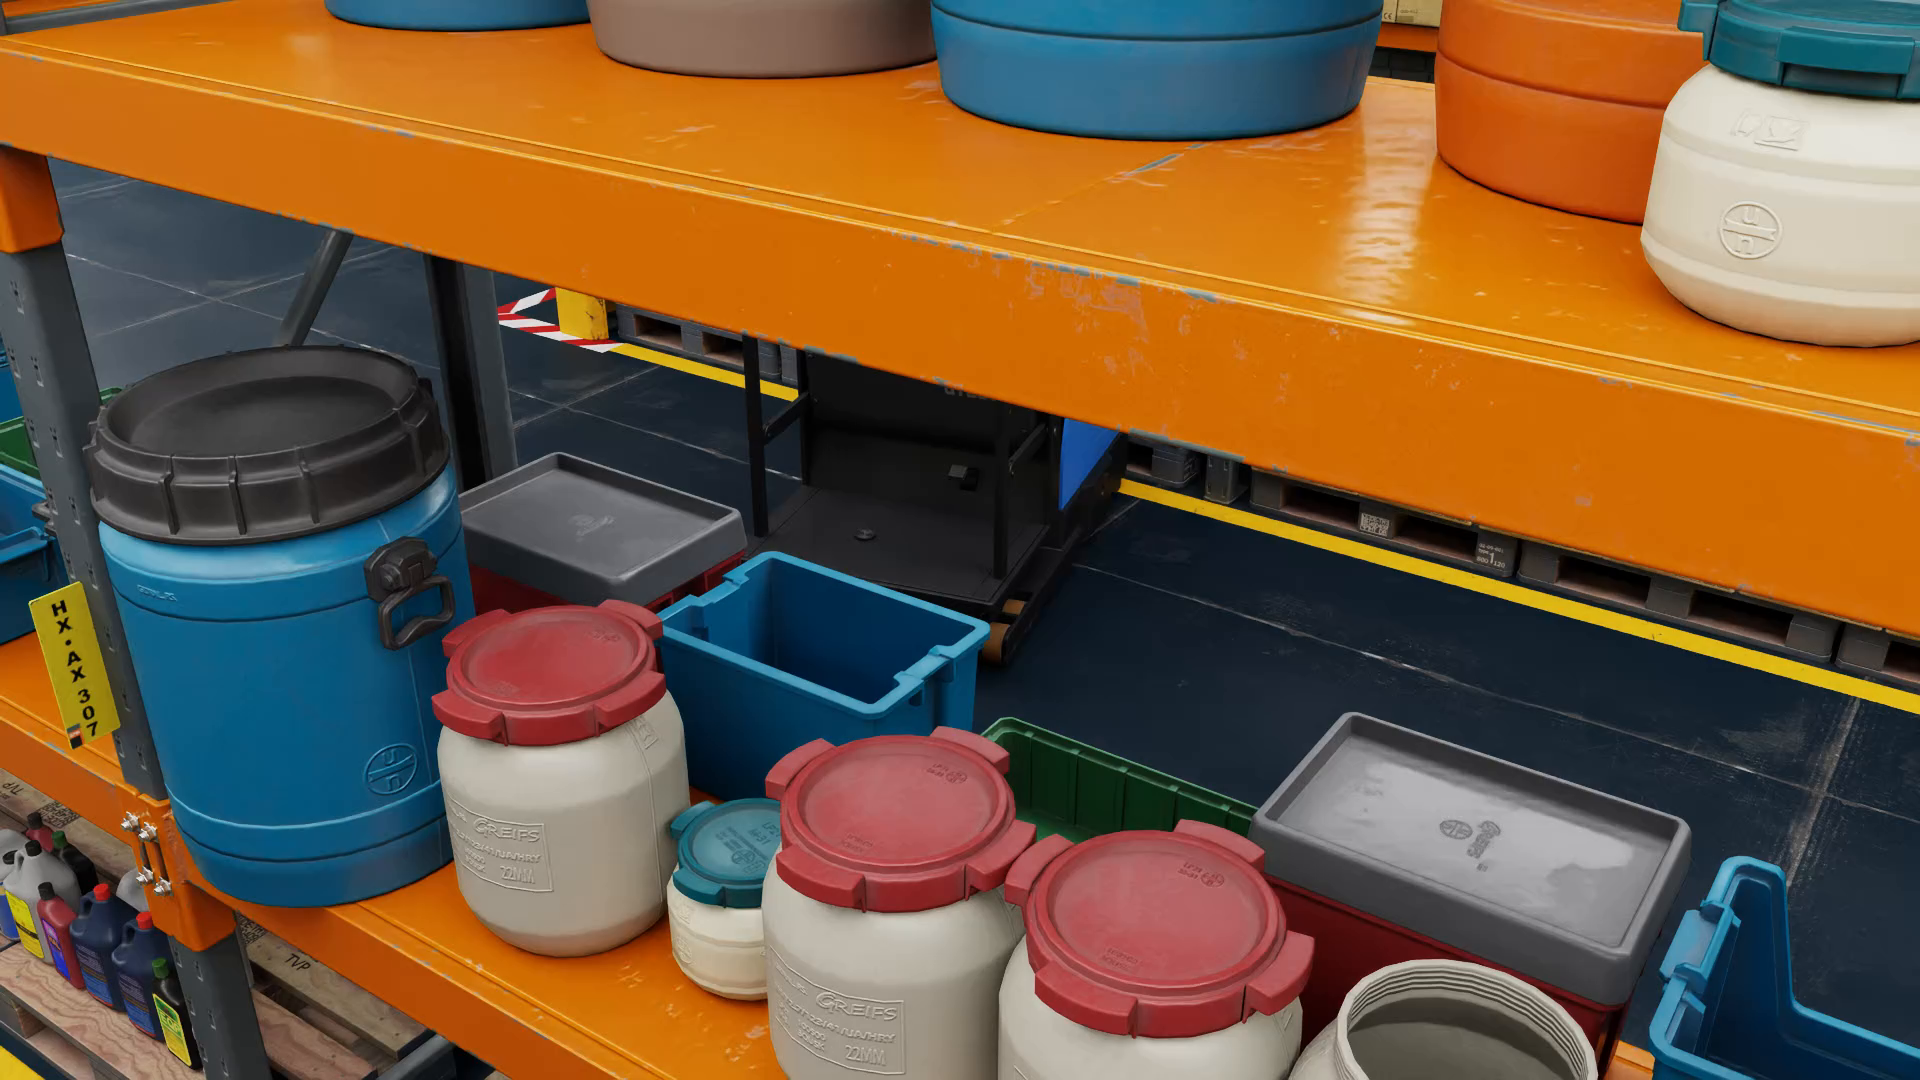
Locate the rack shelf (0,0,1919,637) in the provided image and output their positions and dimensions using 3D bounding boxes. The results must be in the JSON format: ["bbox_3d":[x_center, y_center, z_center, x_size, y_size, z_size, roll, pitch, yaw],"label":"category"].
[{"bbox_3d":[0.287,-0.341,2.099,4.000,0.370,1.077,17,32,30],"label":"rack shelf"}]

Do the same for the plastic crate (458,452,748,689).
[{"bbox_3d":[-0.789,0.143,3.591,0.583,0.464,0.402,17,32,30],"label":"plastic crate"}]

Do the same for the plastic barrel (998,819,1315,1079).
[{"bbox_3d":[0.265,0.728,2.362,0.433,0.535,0.433,0,27,0],"label":"plastic barrel"}]

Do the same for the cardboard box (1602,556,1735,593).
[{"bbox_3d":[2.907,-0.060,6.630,0.500,0.250,0.500,18,32,31],"label":"cardboard box"}]

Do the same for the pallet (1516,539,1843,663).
[{"bbox_3d":[3.086,0.041,6.937,1.213,0.211,1.003,17,32,30],"label":"pallet"}]

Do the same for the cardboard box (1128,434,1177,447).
[{"bbox_3d":[0.940,-0.688,7.864,0.500,0.250,0.500,17,32,30],"label":"cardboard box"}]

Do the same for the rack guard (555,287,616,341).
[{"bbox_3d":[-1.871,-1.609,9.860,0.348,0.500,1.175,17,32,30],"label":"rack guard"}]

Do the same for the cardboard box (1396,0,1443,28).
[{"bbox_3d":[3.280,-3.624,11.207,0.500,0.250,0.500,17,32,31],"label":"cardboard box"}]

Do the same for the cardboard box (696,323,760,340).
[{"bbox_3d":[-1.120,-1.330,9.125,0.500,0.250,0.500,17,32,30],"label":"cardboard box"}]

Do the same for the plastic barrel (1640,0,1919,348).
[{"bbox_3d":[0.756,-0.326,1.428,0.301,0.262,0.301,0,27,0],"label":"plastic barrel"}]

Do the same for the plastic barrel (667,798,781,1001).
[{"bbox_3d":[-0.357,0.620,2.876,0.301,0.262,0.301,0,27,0],"label":"plastic barrel"}]

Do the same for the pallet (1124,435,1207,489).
[{"bbox_3d":[0.815,-0.667,8.327,1.213,0.211,1.003,17,32,30],"label":"pallet"}]

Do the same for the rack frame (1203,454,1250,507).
[{"bbox_3d":[1.446,-1.689,7.262,0.127,3.000,1.000,17,32,30],"label":"rack frame"}]

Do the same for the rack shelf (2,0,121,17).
[{"bbox_3d":[-3.010,-1.368,4.117,4.000,0.370,1.077,17,32,30],"label":"rack shelf"}]

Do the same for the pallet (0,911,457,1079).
[{"bbox_3d":[-1.891,1.216,4.627,1.213,0.211,1.003,17,32,30],"label":"pallet"}]

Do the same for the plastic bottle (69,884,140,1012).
[{"bbox_3d":[-2.213,1.039,4.336,0.185,0.351,0.144,16,31,28],"label":"plastic bottle"}]

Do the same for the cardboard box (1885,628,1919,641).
[{"bbox_3d":[3.745,0.201,6.116,0.500,0.250,0.500,17,31,30],"label":"cardboard box"}]

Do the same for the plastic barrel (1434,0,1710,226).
[{"bbox_3d":[0.843,-0.799,1.733,0.708,0.830,0.600,17,32,30],"label":"plastic barrel"}]

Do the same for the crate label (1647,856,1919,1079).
[{"bbox_3d":[1.270,0.817,2.299,0.616,0.435,0.502,17,32,30],"label":"crate label"}]

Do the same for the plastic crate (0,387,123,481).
[{"bbox_3d":[-2.320,-0.198,4.566,0.662,0.188,0.450,17,32,30],"label":"plastic crate"}]

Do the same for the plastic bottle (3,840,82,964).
[{"bbox_3d":[-2.480,0.956,4.499,0.185,0.351,0.144,17,32,30],"label":"plastic bottle"}]

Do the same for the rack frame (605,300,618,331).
[{"bbox_3d":[-1.851,-2.716,9.281,0.127,3.000,1.000,17,32,30],"label":"rack frame"}]

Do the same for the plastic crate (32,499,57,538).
[{"bbox_3d":[-1.721,0.007,3.997,0.504,0.338,0.767,17,32,30],"label":"plastic crate"}]

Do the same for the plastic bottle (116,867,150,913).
[{"bbox_3d":[-2.150,1.011,4.475,0.135,0.276,0.152,17,32,30],"label":"plastic bottle"}]

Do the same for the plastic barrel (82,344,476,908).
[{"bbox_3d":[-1.214,0.151,3.094,0.708,0.901,0.600,17,32,30],"label":"plastic barrel"}]

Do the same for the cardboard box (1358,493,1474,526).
[{"bbox_3d":[2.059,-0.323,7.146,0.500,0.250,0.500,18,32,32],"label":"cardboard box"}]

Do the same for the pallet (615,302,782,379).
[{"bbox_3d":[-1.197,-1.293,9.558,1.213,0.211,1.003,17,32,30],"label":"pallet"}]

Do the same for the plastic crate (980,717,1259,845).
[{"bbox_3d":[0.234,0.598,3.002,0.662,0.188,0.450,17,32,30],"label":"plastic crate"}]

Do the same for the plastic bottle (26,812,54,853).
[{"bbox_3d":[-2.551,0.903,4.678,0.133,0.283,0.061,17,32,30],"label":"plastic bottle"}]

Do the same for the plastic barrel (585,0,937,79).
[{"bbox_3d":[-0.280,-1.181,2.404,0.600,0.901,0.600,0,27,0],"label":"plastic barrel"}]

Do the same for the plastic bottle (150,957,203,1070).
[{"bbox_3d":[-1.944,1.176,4.142,0.133,0.283,0.061,19,33,33],"label":"plastic bottle"}]

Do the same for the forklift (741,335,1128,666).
[{"bbox_3d":[-0.221,-1.041,6.064,1.130,2.935,3.031,10,29,18],"label":"forklift"}]
